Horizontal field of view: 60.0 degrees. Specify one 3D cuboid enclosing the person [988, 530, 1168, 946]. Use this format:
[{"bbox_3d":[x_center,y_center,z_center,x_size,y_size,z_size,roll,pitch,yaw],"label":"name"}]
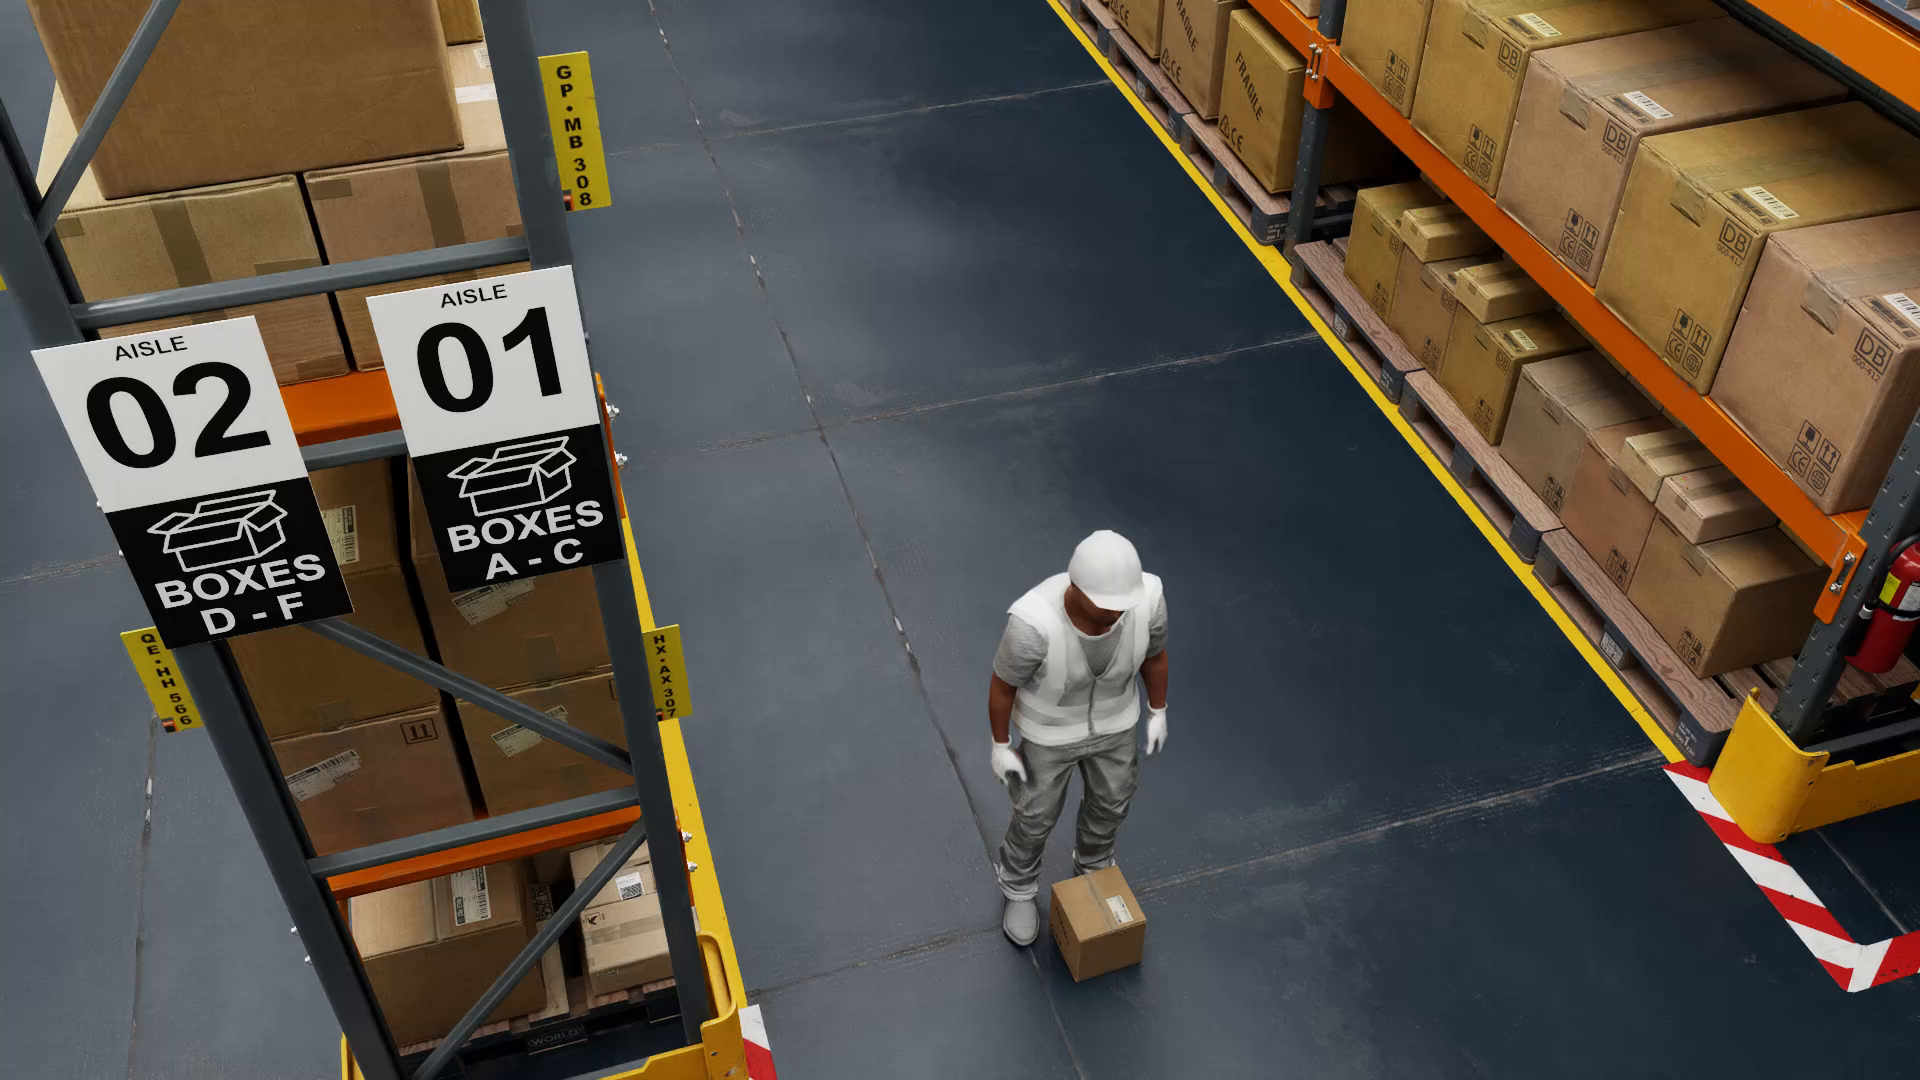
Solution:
[{"bbox_3d":[0.390,0.626,5.453,0.617,1.774,0.448,-12,43,-13],"label":"person"}]
